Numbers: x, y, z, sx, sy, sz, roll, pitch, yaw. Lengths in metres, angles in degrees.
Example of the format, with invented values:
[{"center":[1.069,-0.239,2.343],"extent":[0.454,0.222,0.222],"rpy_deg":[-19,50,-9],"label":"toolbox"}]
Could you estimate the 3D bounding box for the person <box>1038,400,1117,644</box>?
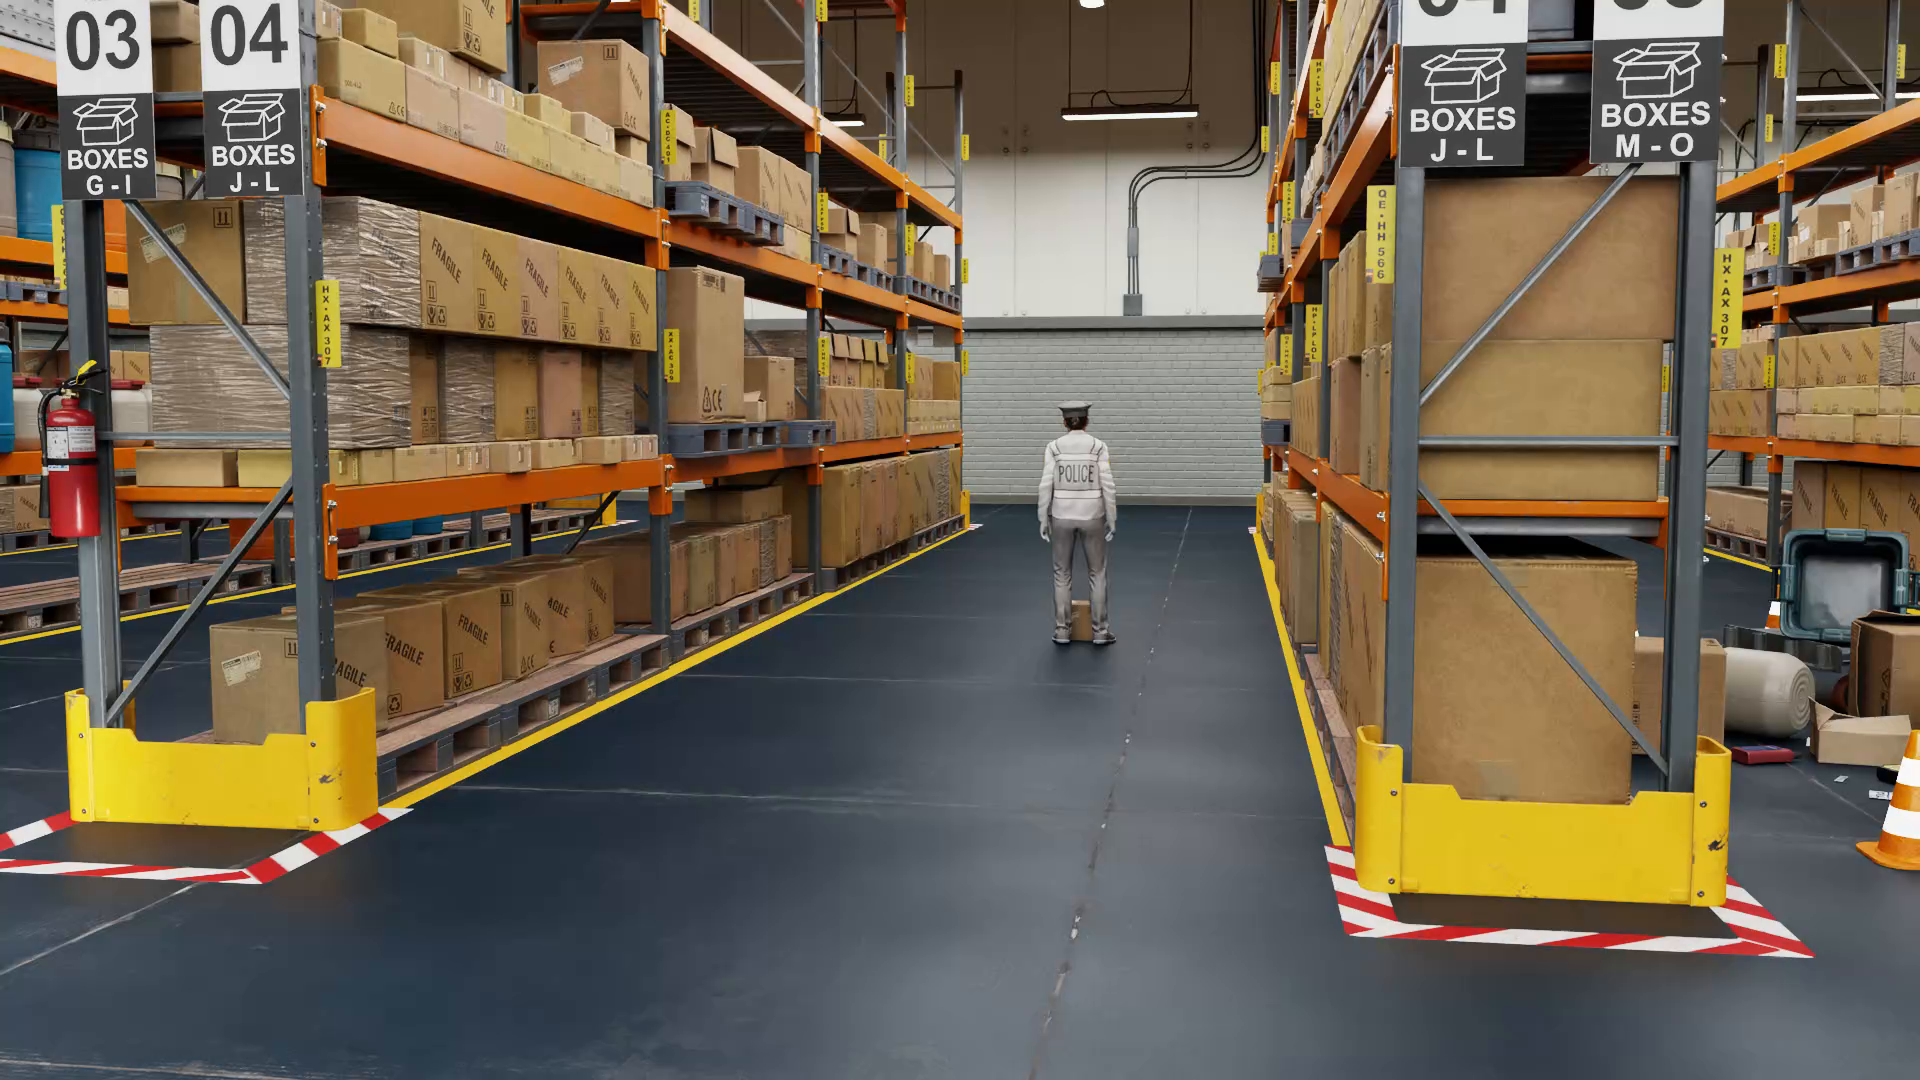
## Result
[{"center":[0.804,-0.121,11.384],"extent":[0.539,1.663,0.377],"rpy_deg":[1,5,7],"label":"person"}]
